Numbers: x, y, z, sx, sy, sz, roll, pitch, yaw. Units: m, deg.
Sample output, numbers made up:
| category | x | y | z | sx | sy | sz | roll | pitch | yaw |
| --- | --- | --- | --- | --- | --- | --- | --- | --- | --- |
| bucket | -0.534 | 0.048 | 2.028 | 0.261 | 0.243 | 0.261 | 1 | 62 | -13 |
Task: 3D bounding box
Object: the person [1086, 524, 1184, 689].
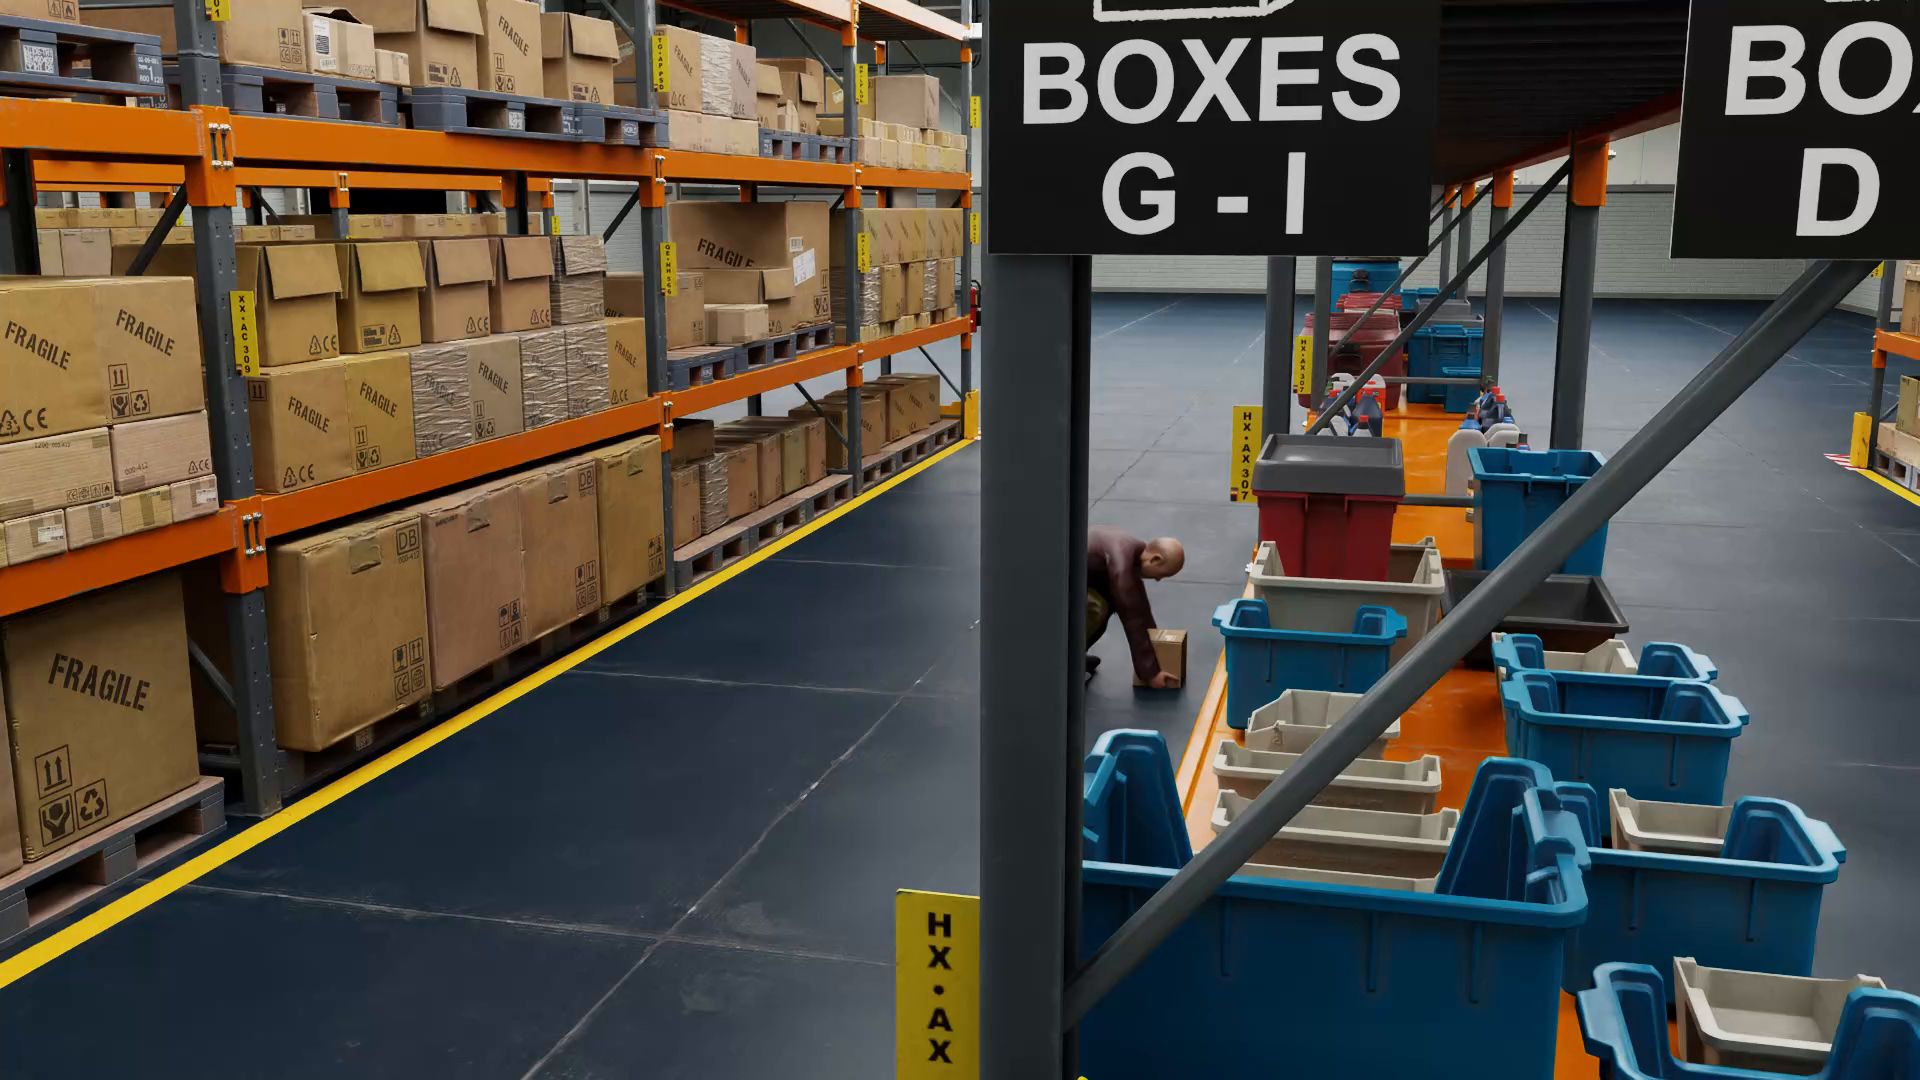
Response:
| category | x | y | z | sx | sy | sz | roll | pitch | yaw |
| --- | --- | --- | --- | --- | --- | --- | --- | --- | --- |
| person | 0.703 | 0.333 | 8.788 | 0.960 | 0.848 | 0.584 | 2 | 12 | 12 |
